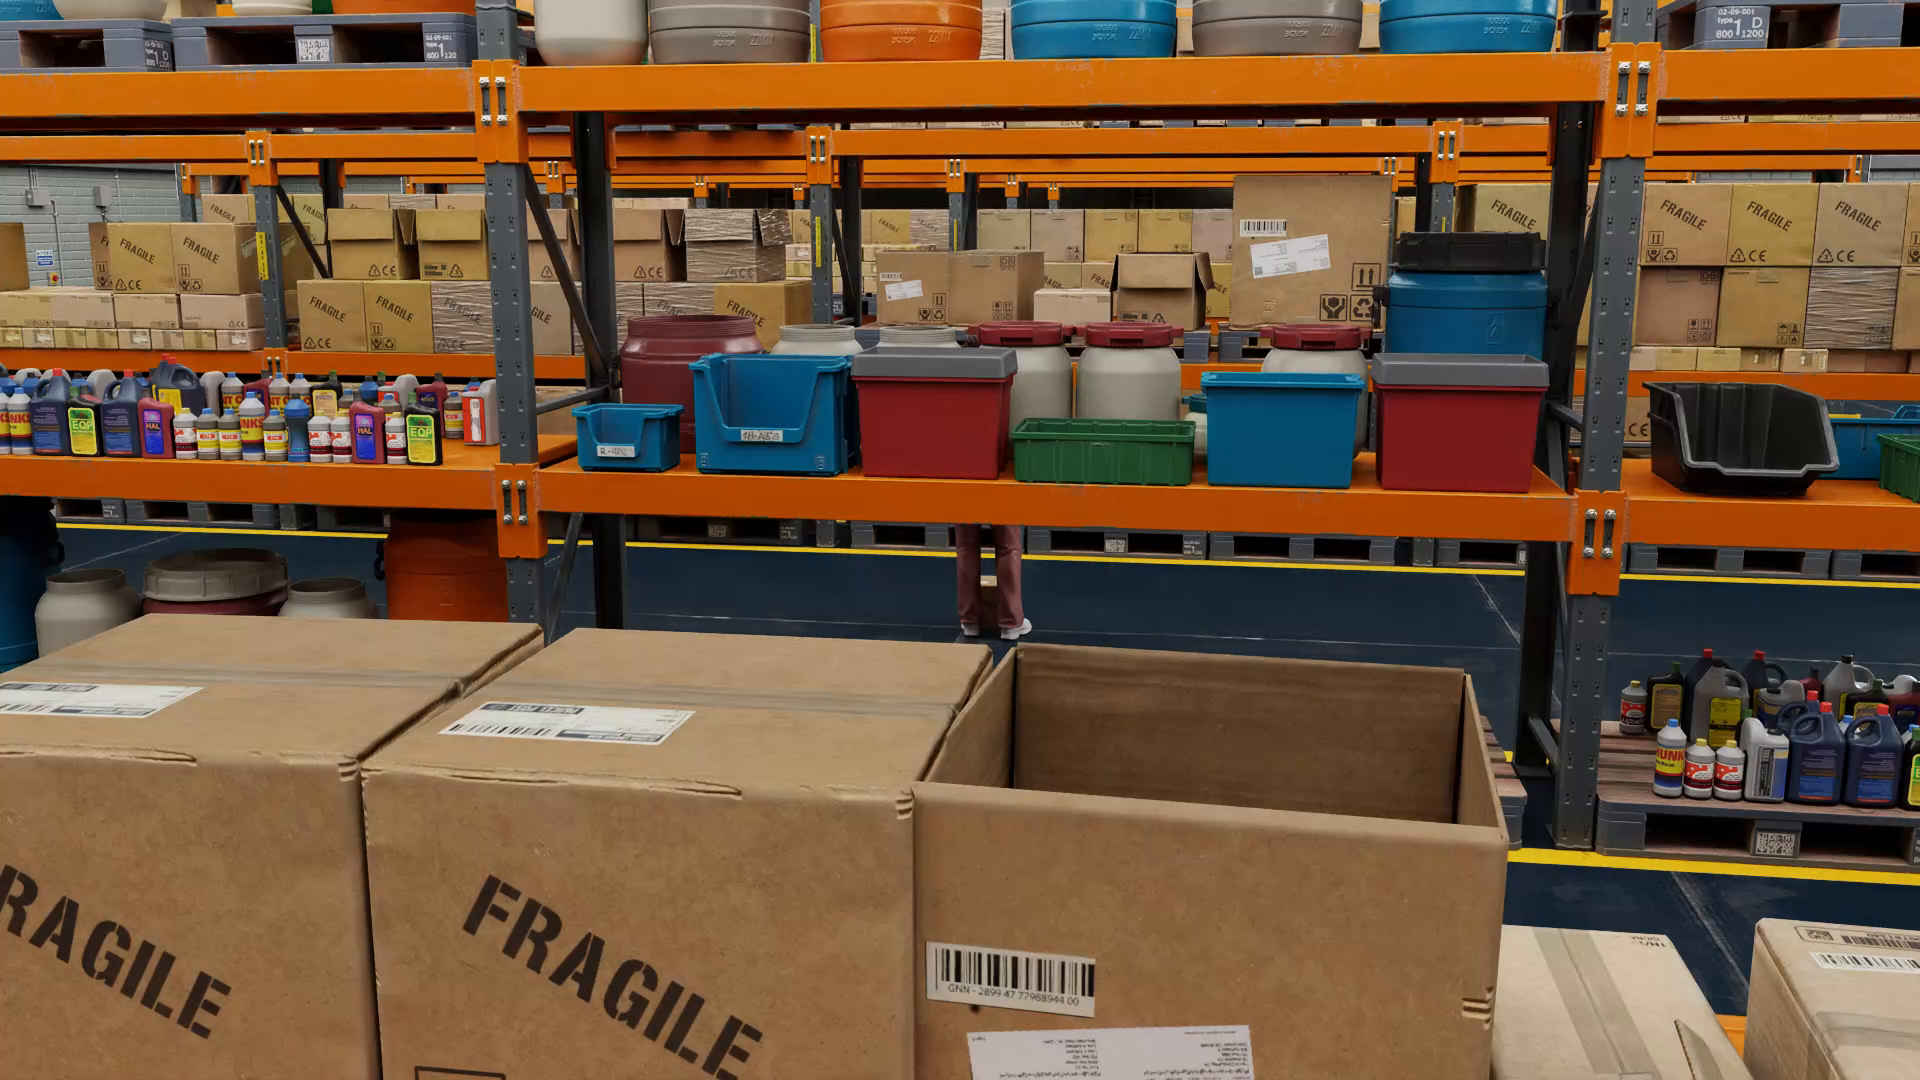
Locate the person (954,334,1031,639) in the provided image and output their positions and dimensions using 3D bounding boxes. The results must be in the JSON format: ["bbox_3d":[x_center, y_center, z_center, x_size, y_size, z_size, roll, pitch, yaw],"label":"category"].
[{"bbox_3d":[0.130,-0.305,8.987,0.510,1.673,0.406,1,11,7],"label":"person"}]
